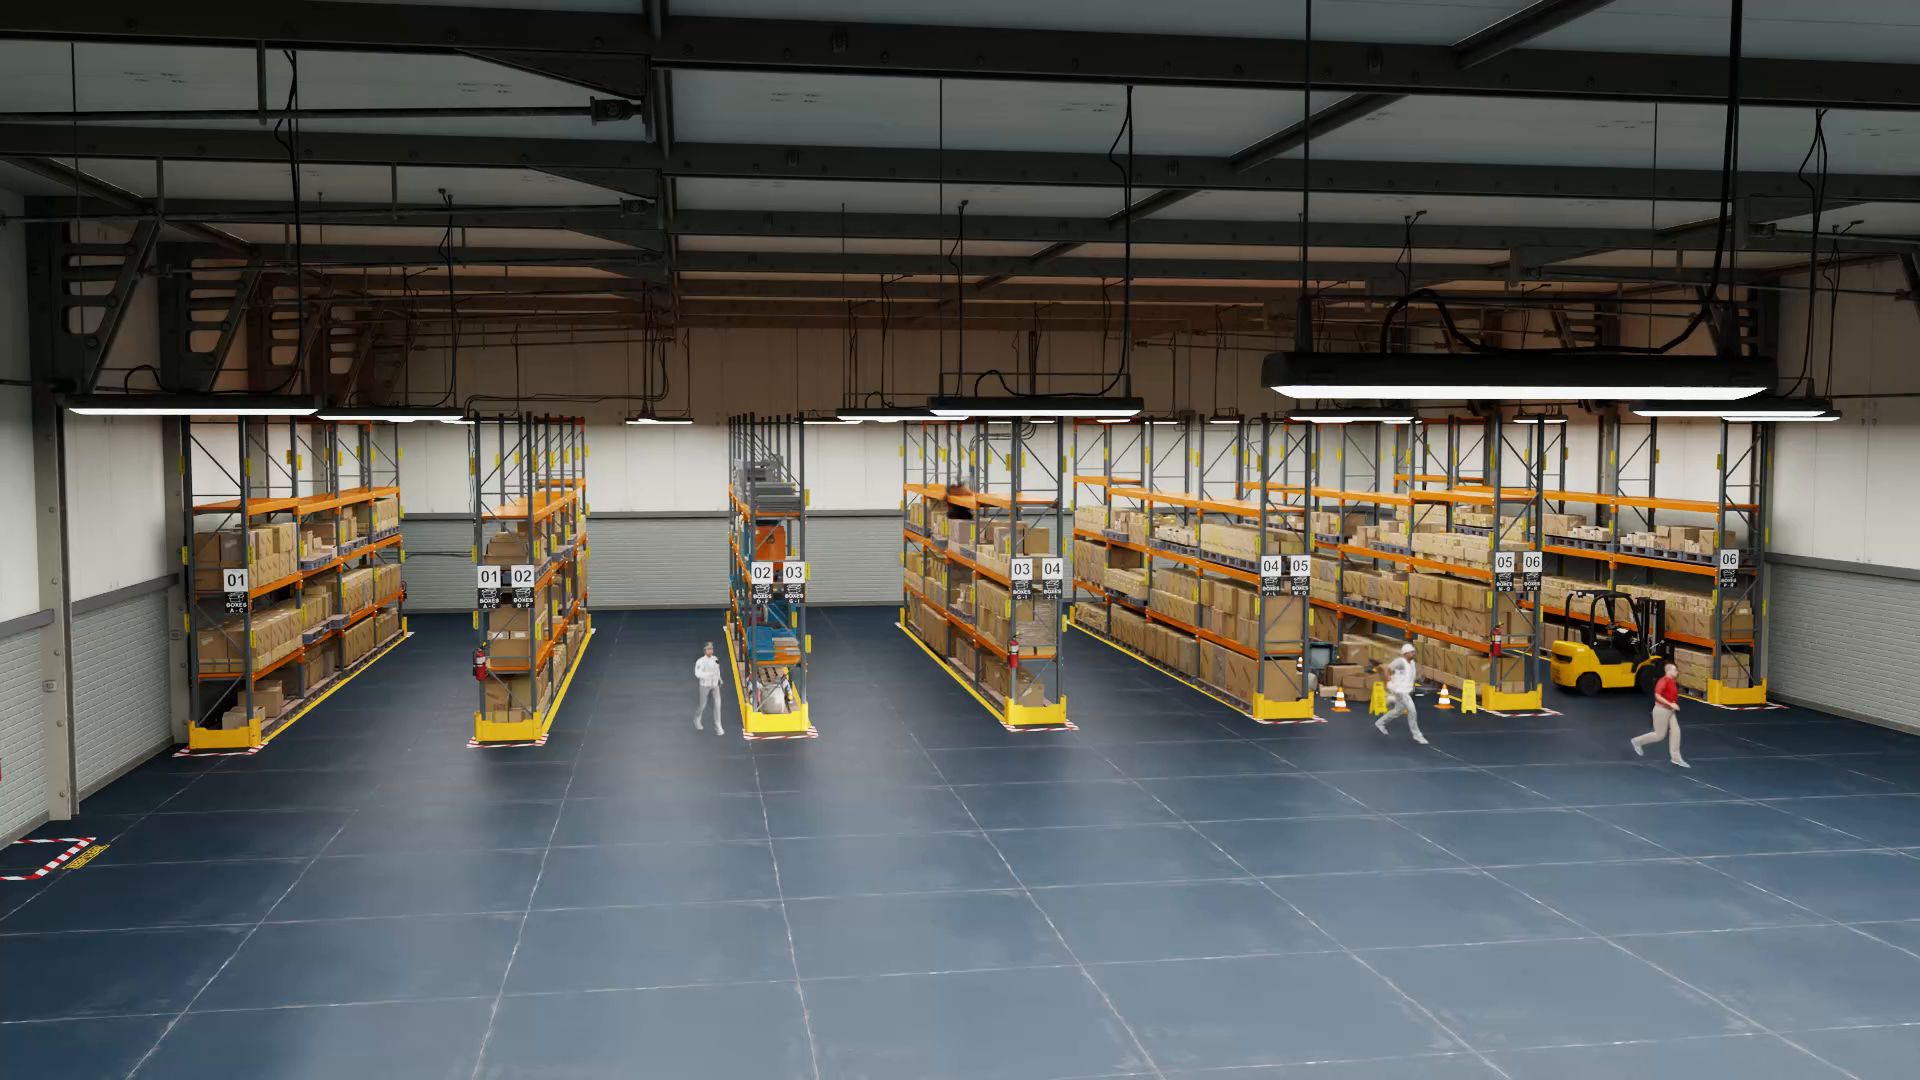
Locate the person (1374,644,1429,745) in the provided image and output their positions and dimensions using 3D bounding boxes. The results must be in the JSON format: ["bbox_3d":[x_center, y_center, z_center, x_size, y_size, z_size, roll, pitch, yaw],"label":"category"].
[{"bbox_3d":[8.036,2.775,30.250,1.033,1.798,0.711,3,5,37],"label":"person"}]

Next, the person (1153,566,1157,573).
[{"bbox_3d":[5.612,1.661,47.981,0.627,1.661,1.116,-1,4,-11],"label":"person"}]

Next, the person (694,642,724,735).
[{"bbox_3d":[-4.678,2.740,31.044,0.608,1.693,0.895,-3,5,-35],"label":"person"}]

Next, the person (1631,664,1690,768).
[{"bbox_3d":[11.937,2.956,28.256,0.976,1.726,0.686,3,5,38],"label":"person"}]
